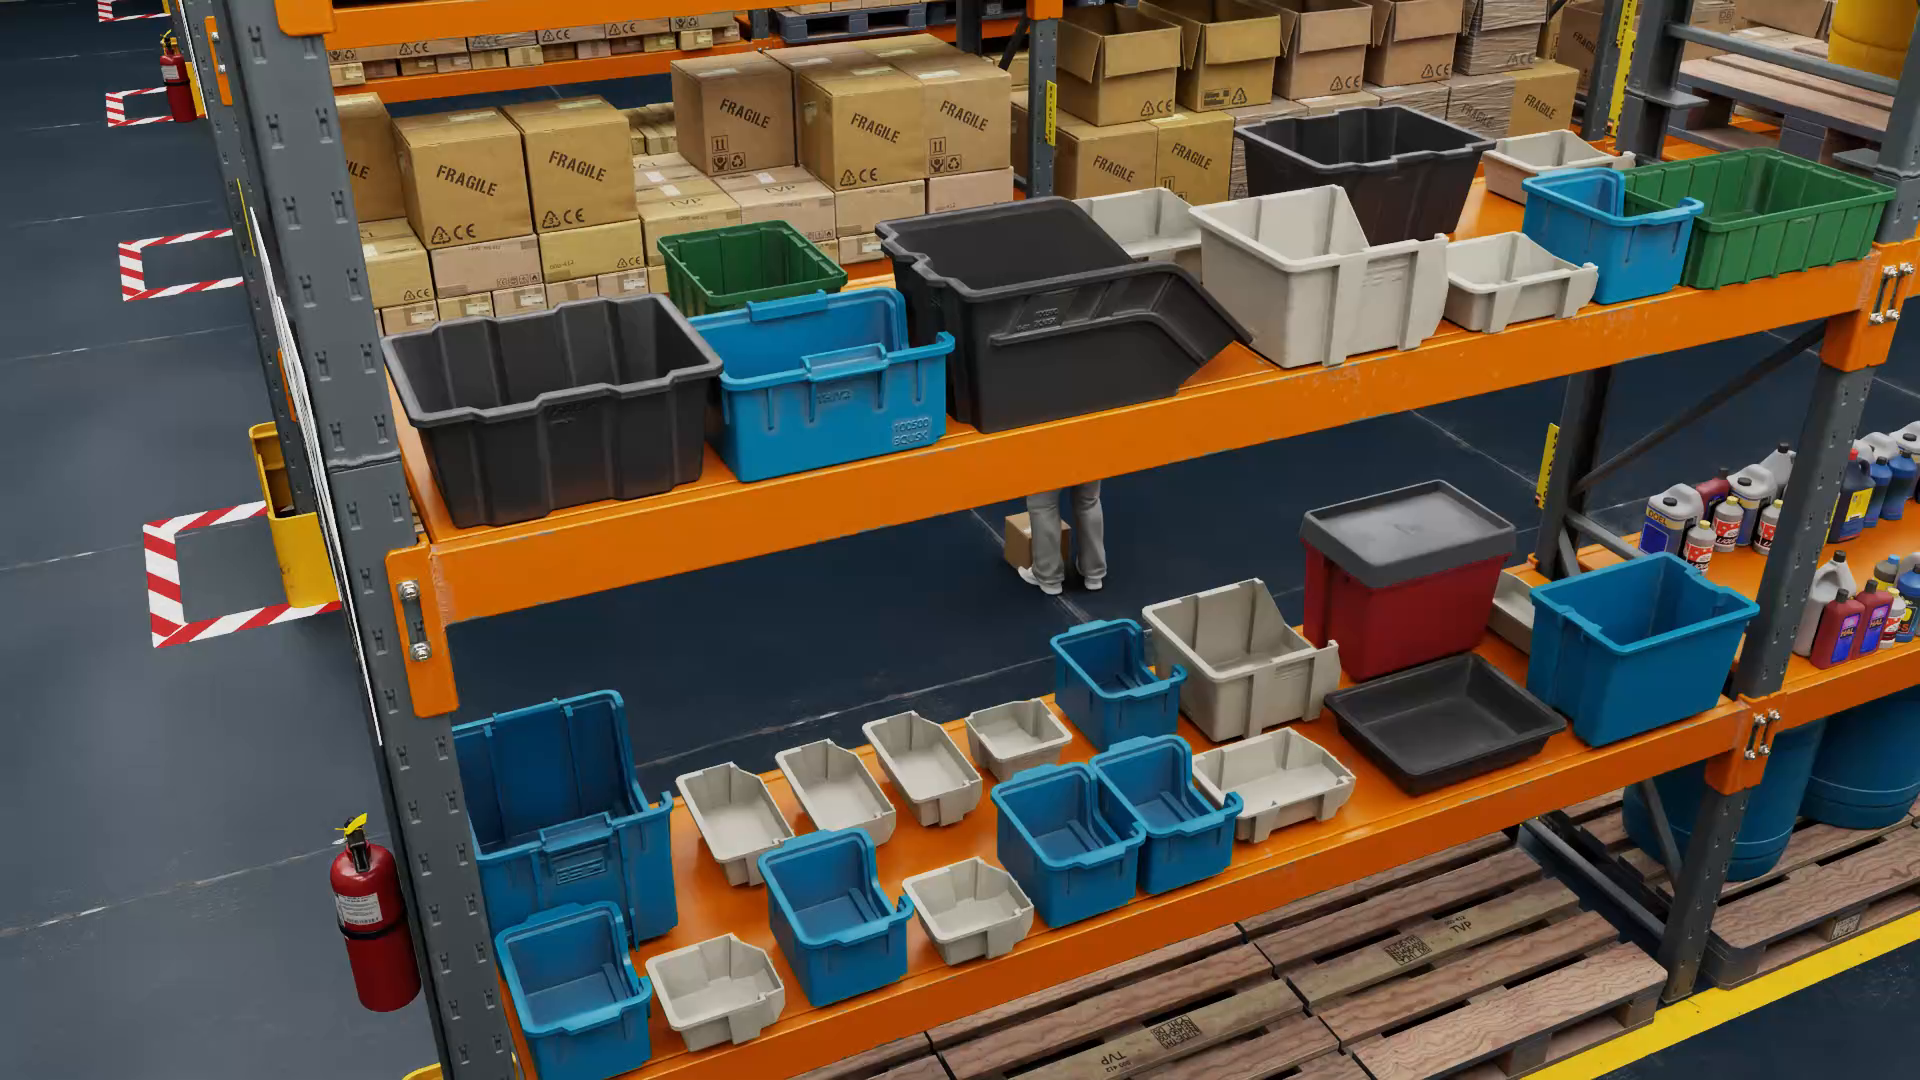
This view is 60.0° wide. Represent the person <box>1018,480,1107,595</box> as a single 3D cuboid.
[{"bbox_3d":[0.500,-0.504,8.019,0.503,1.671,0.416,-15,33,-25],"label":"person"}]
